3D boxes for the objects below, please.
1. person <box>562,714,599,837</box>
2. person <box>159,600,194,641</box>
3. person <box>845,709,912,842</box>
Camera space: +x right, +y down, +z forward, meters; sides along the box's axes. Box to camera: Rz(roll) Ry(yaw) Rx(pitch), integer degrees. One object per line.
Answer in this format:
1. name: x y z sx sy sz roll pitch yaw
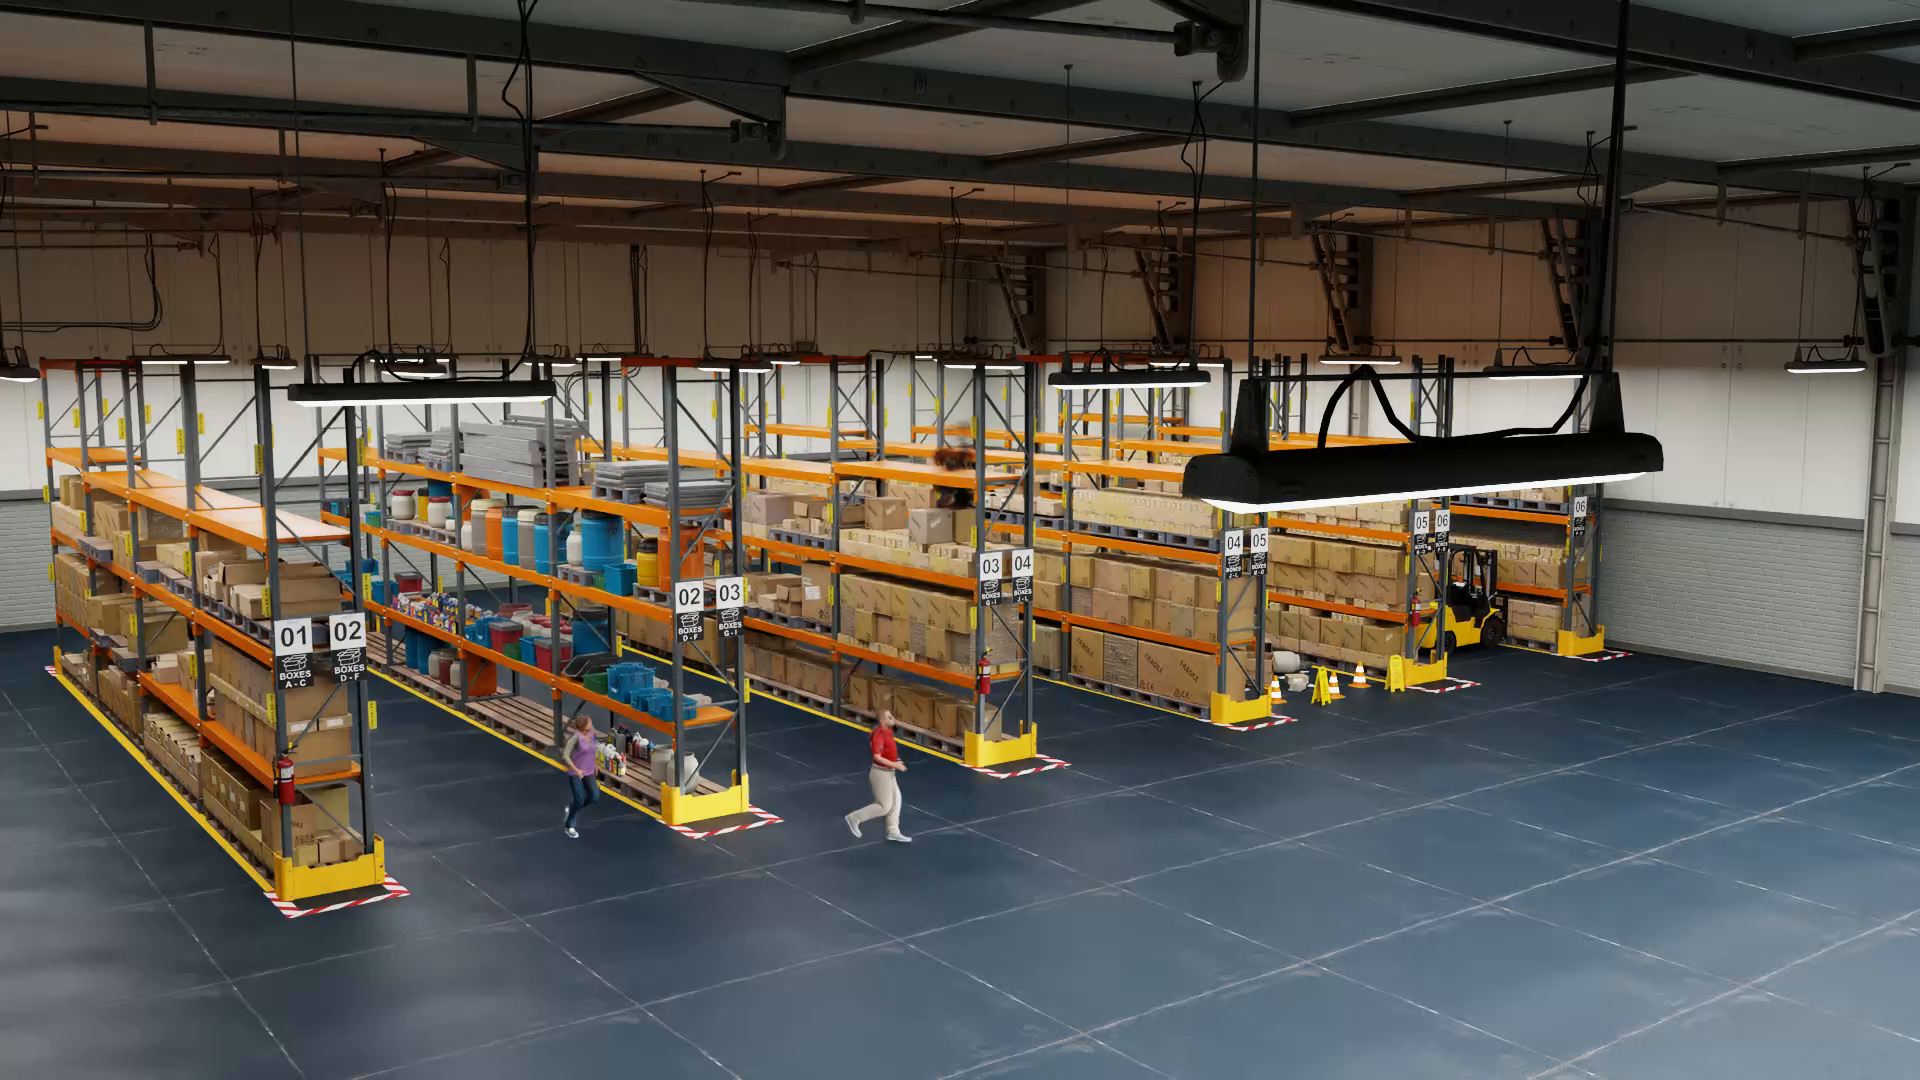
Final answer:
1. person: -4.859 3.017 21.410 0.483 1.543 0.594 5 8 33
2. person: -15.552 1.482 33.166 1.009 1.757 0.716 0 7 4
3. person: -1.030 2.984 21.015 0.834 1.726 0.670 0 7 -1
